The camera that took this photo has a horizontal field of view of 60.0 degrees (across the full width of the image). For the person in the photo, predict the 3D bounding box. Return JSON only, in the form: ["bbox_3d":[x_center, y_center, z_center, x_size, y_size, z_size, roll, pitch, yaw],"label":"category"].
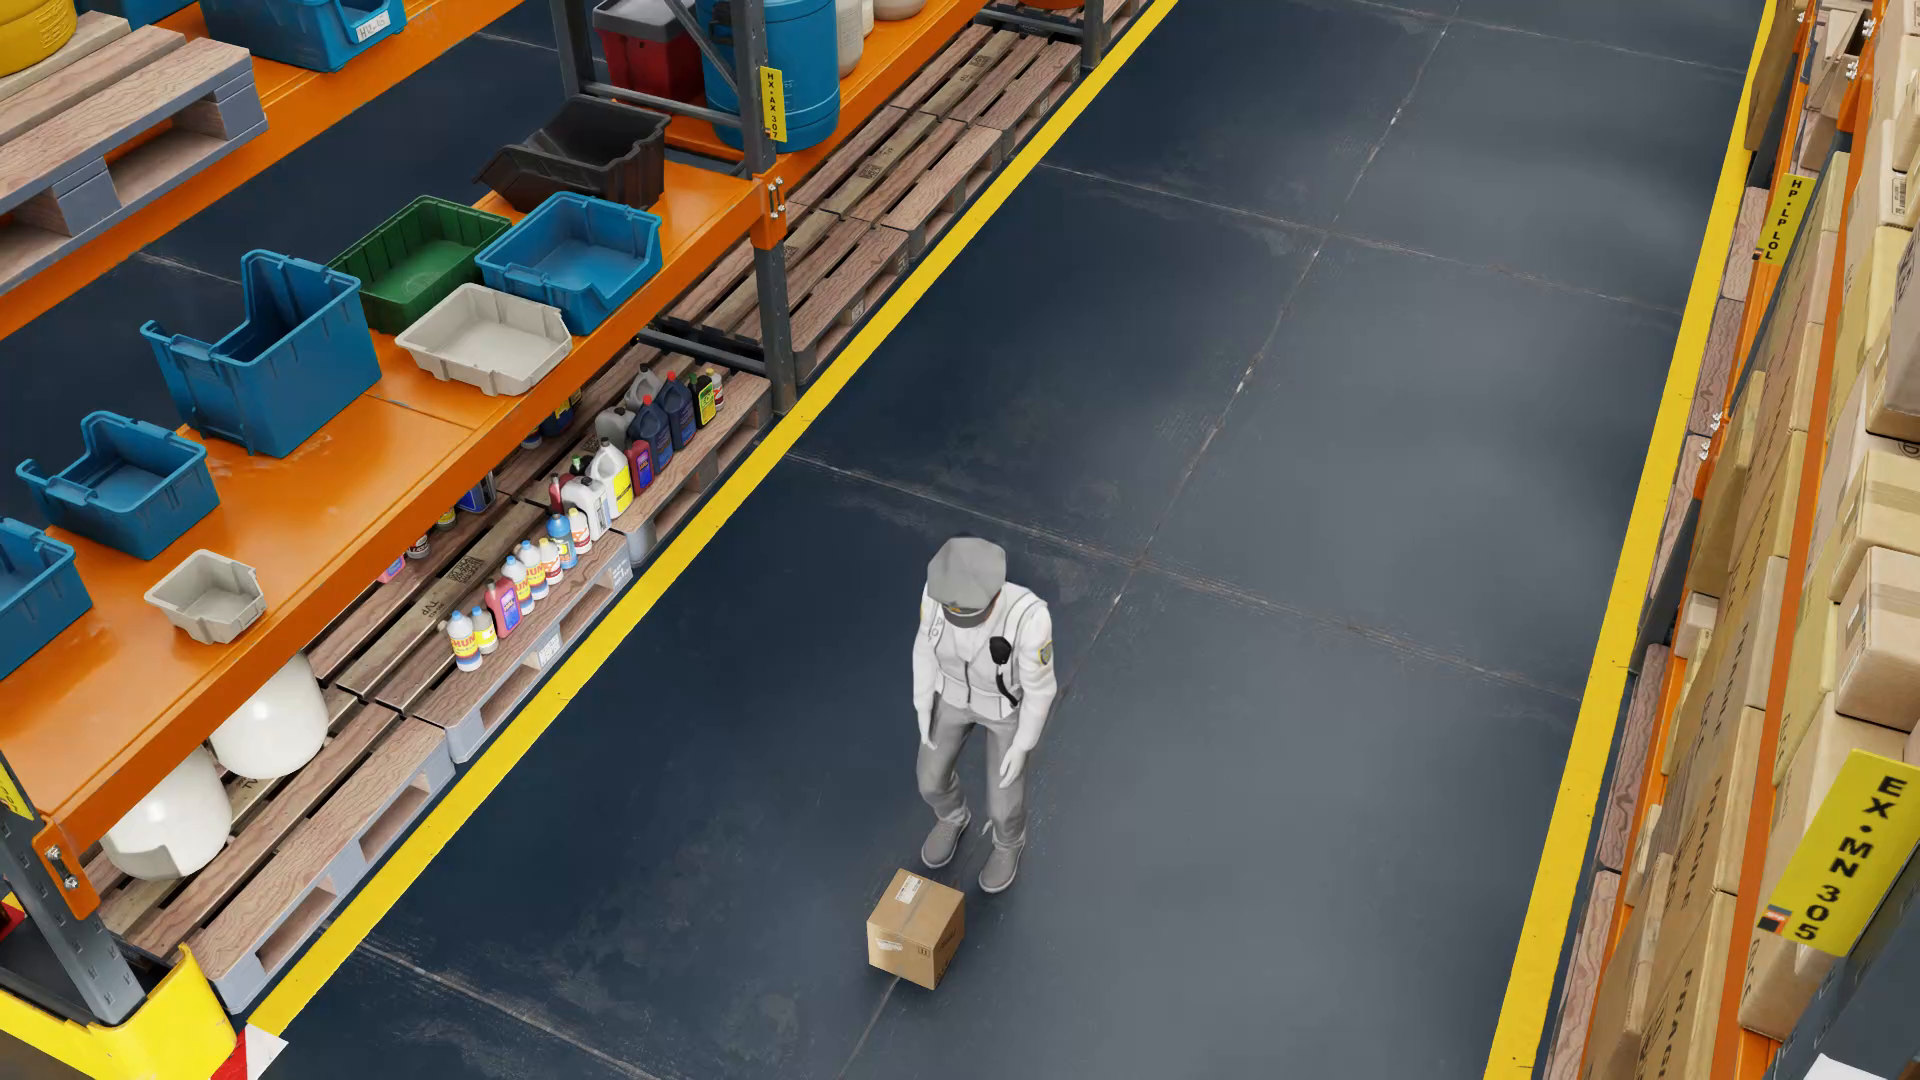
[{"bbox_3d":[0.074,0.585,5.570,0.508,1.604,0.485,19,45,19],"label":"person"}]
